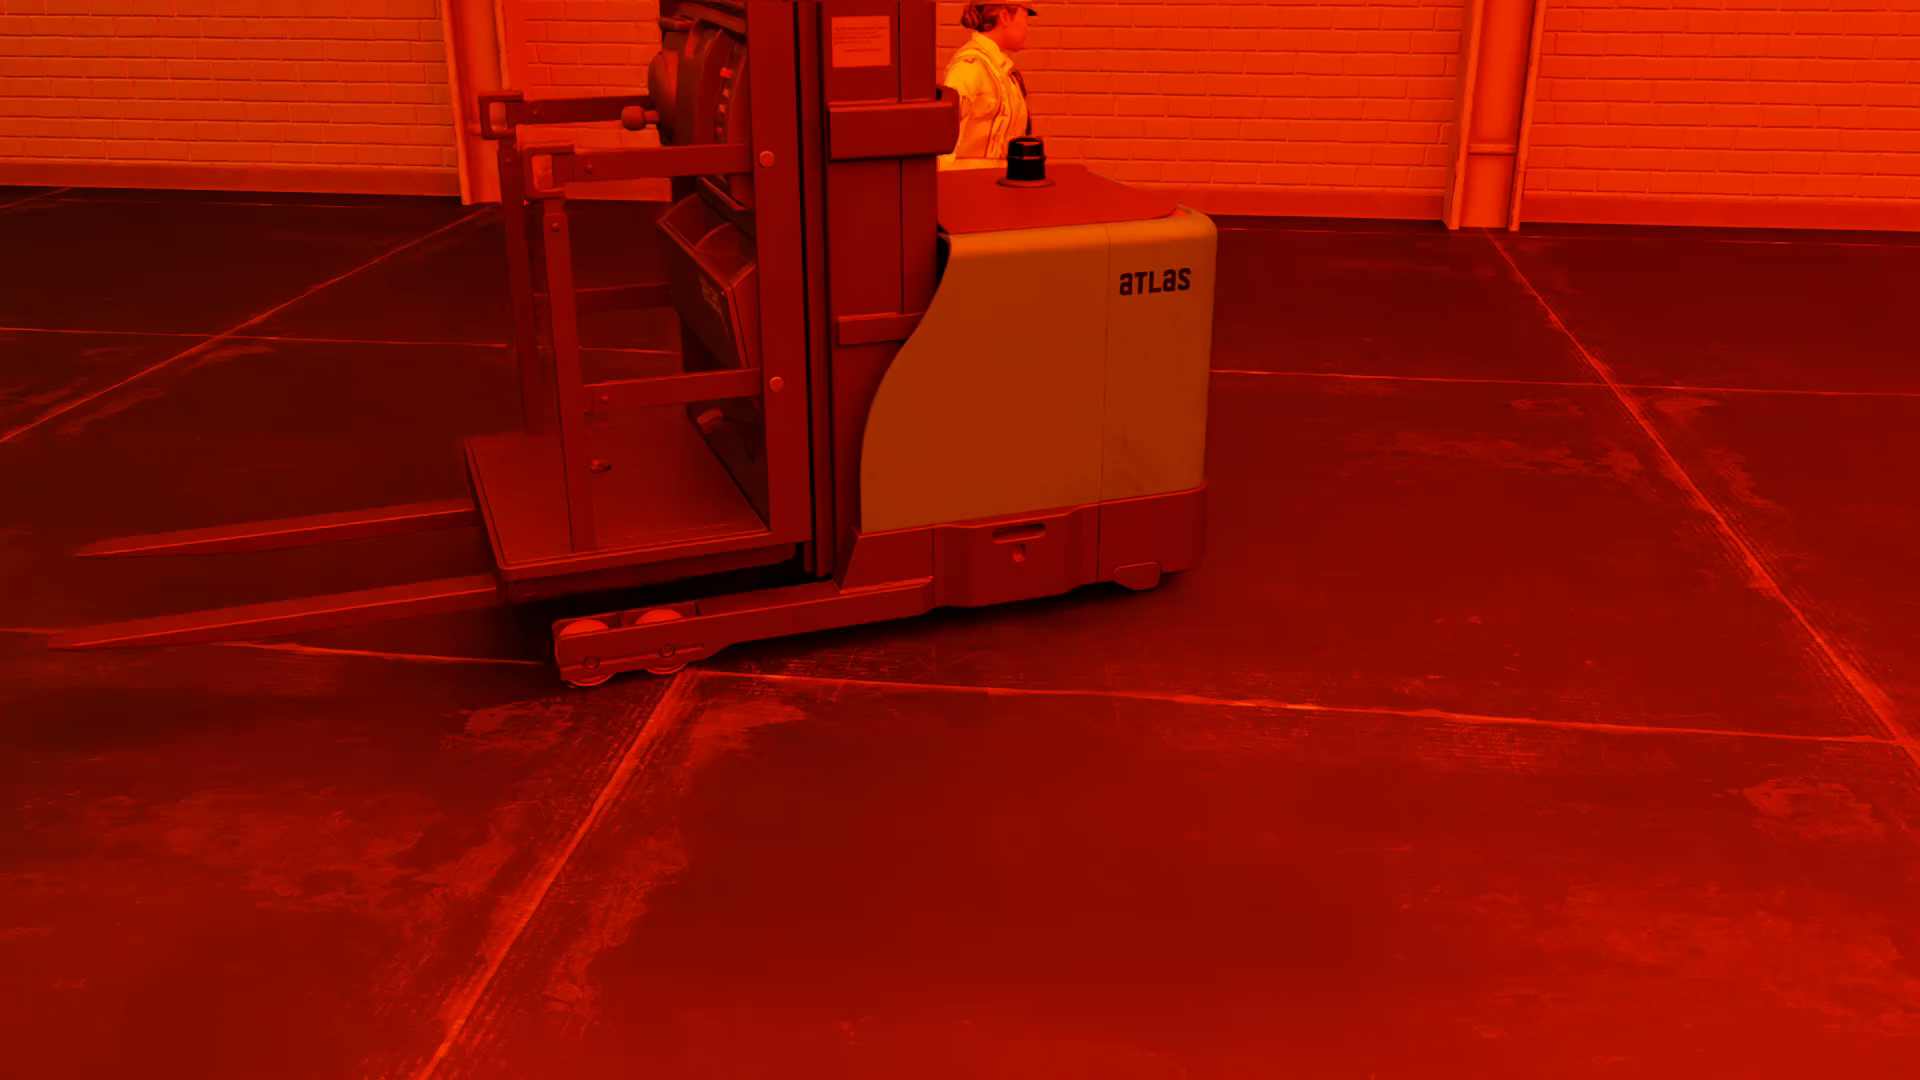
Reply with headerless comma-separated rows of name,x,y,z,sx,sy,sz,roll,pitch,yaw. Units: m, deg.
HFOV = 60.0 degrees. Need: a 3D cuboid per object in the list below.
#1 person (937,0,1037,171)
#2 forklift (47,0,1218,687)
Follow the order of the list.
person,0.040,-1.147,5.899,0.417,1.641,0.796,6,23,14
forklift,-0.861,-1.208,4.254,3.031,2.935,1.130,-8,23,-19
